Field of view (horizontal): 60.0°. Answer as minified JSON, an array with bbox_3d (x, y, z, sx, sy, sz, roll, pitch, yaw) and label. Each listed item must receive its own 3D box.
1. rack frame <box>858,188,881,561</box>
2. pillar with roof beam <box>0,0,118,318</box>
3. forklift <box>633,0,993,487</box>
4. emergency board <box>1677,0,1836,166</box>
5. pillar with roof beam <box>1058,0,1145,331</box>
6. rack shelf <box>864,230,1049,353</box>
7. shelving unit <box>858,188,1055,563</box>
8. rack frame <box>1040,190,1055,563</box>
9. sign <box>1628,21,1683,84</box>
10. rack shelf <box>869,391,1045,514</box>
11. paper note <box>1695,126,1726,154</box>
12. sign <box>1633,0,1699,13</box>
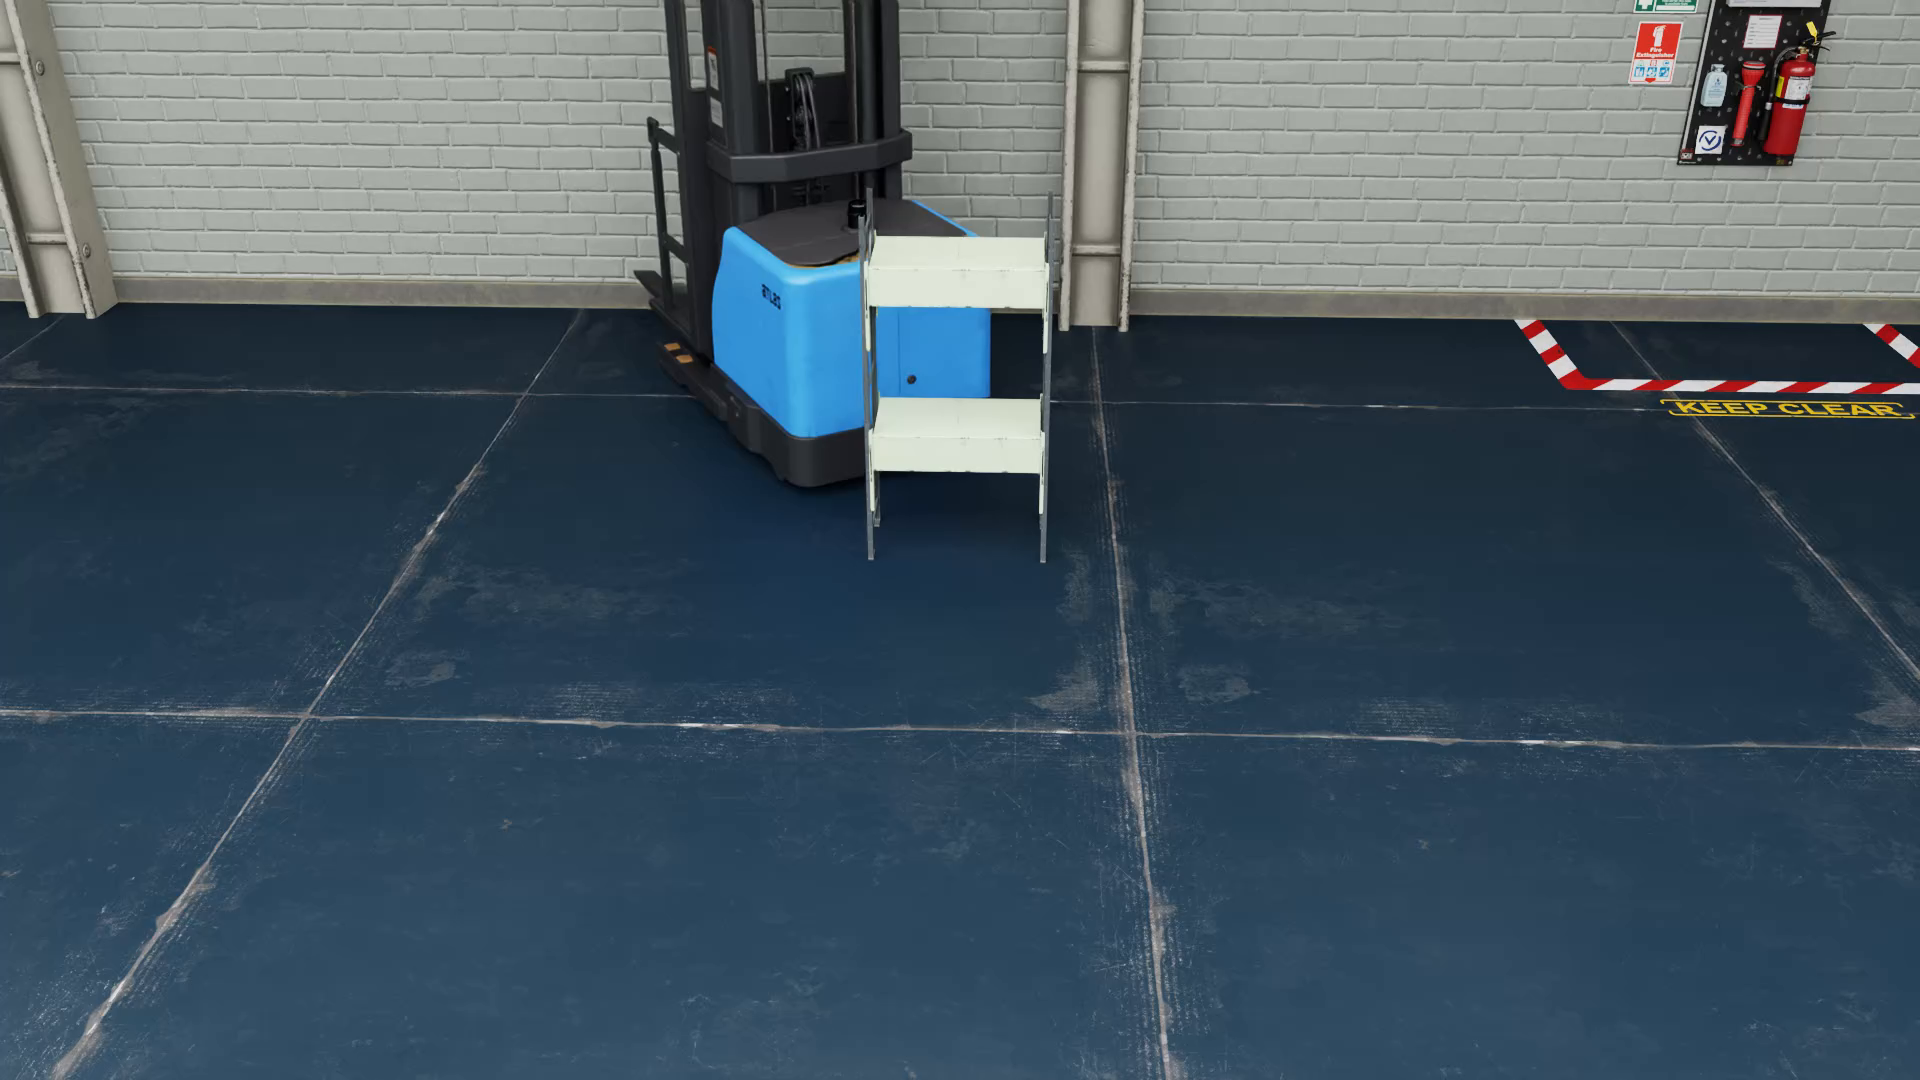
[{"bbox_3d":[-0.372,-0.669,6.910,0.023,1.500,0.400,1,28,2],"label":"rack frame"},{"bbox_3d":[-5.380,-3.327,3.918,0.400,9.000,9.100,1,28,2],"label":"pillar with roof beam"},{"bbox_3d":[-0.975,-2.195,8.262,1.130,2.935,3.031,-14,31,-24],"label":"forklift"},{"bbox_3d":[4.297,-2.552,8.861,0.643,1.169,0.194,1,28,2],"label":"emergency board"},{"bbox_3d":[0.617,-3.228,3.731,0.400,9.000,9.100,1,28,2],"label":"pillar with roof beam"},{"bbox_3d":[-0.007,-1.008,6.716,0.720,0.370,0.431,1,28,2],"label":"rack shelf"},{"bbox_3d":[-0.007,-0.663,6.899,0.755,1.500,0.431,1,28,2],"label":"shelving unit"},{"bbox_3d":[0.359,-0.657,6.888,0.023,1.500,0.400,1,28,2],"label":"rack frame"},{"bbox_3d":[3.748,-2.625,8.961,0.234,0.329,0.001,1,28,2],"label":"sign"},{"bbox_3d":[-0.007,-0.375,7.052,0.720,0.370,0.431,1,28,2],"label":"rack shelf"},{"bbox_3d":[4.122,-2.198,9.133,0.142,0.148,0.016,1,28,2],"label":"paper note"},{"bbox_3d":[3.752,-2.855,8.829,0.331,0.109,0.001,1,28,2],"label":"sign"}]
